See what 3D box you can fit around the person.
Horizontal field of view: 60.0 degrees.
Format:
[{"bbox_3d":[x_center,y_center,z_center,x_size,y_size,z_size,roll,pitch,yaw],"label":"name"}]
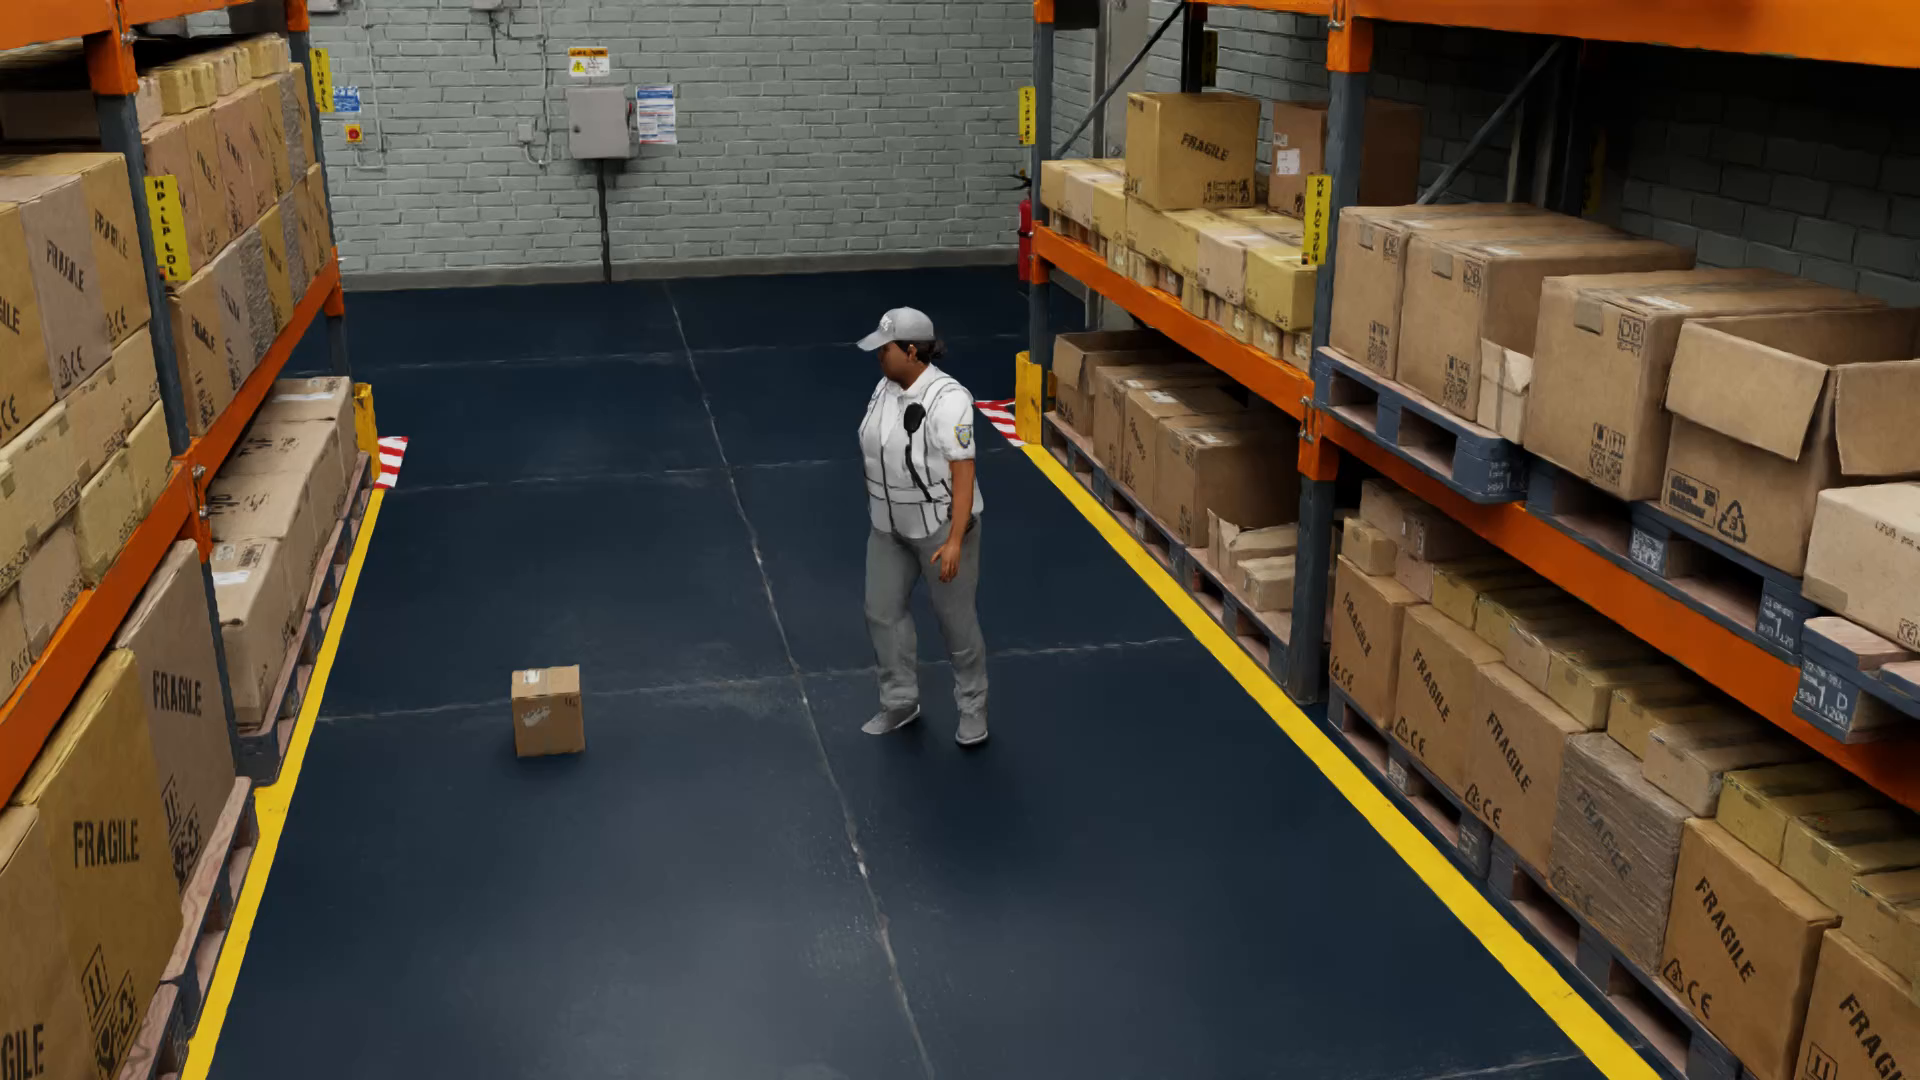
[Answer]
[{"bbox_3d":[-0.130,-0.016,6.187,0.519,1.724,0.448,16,25,37],"label":"person"}]
